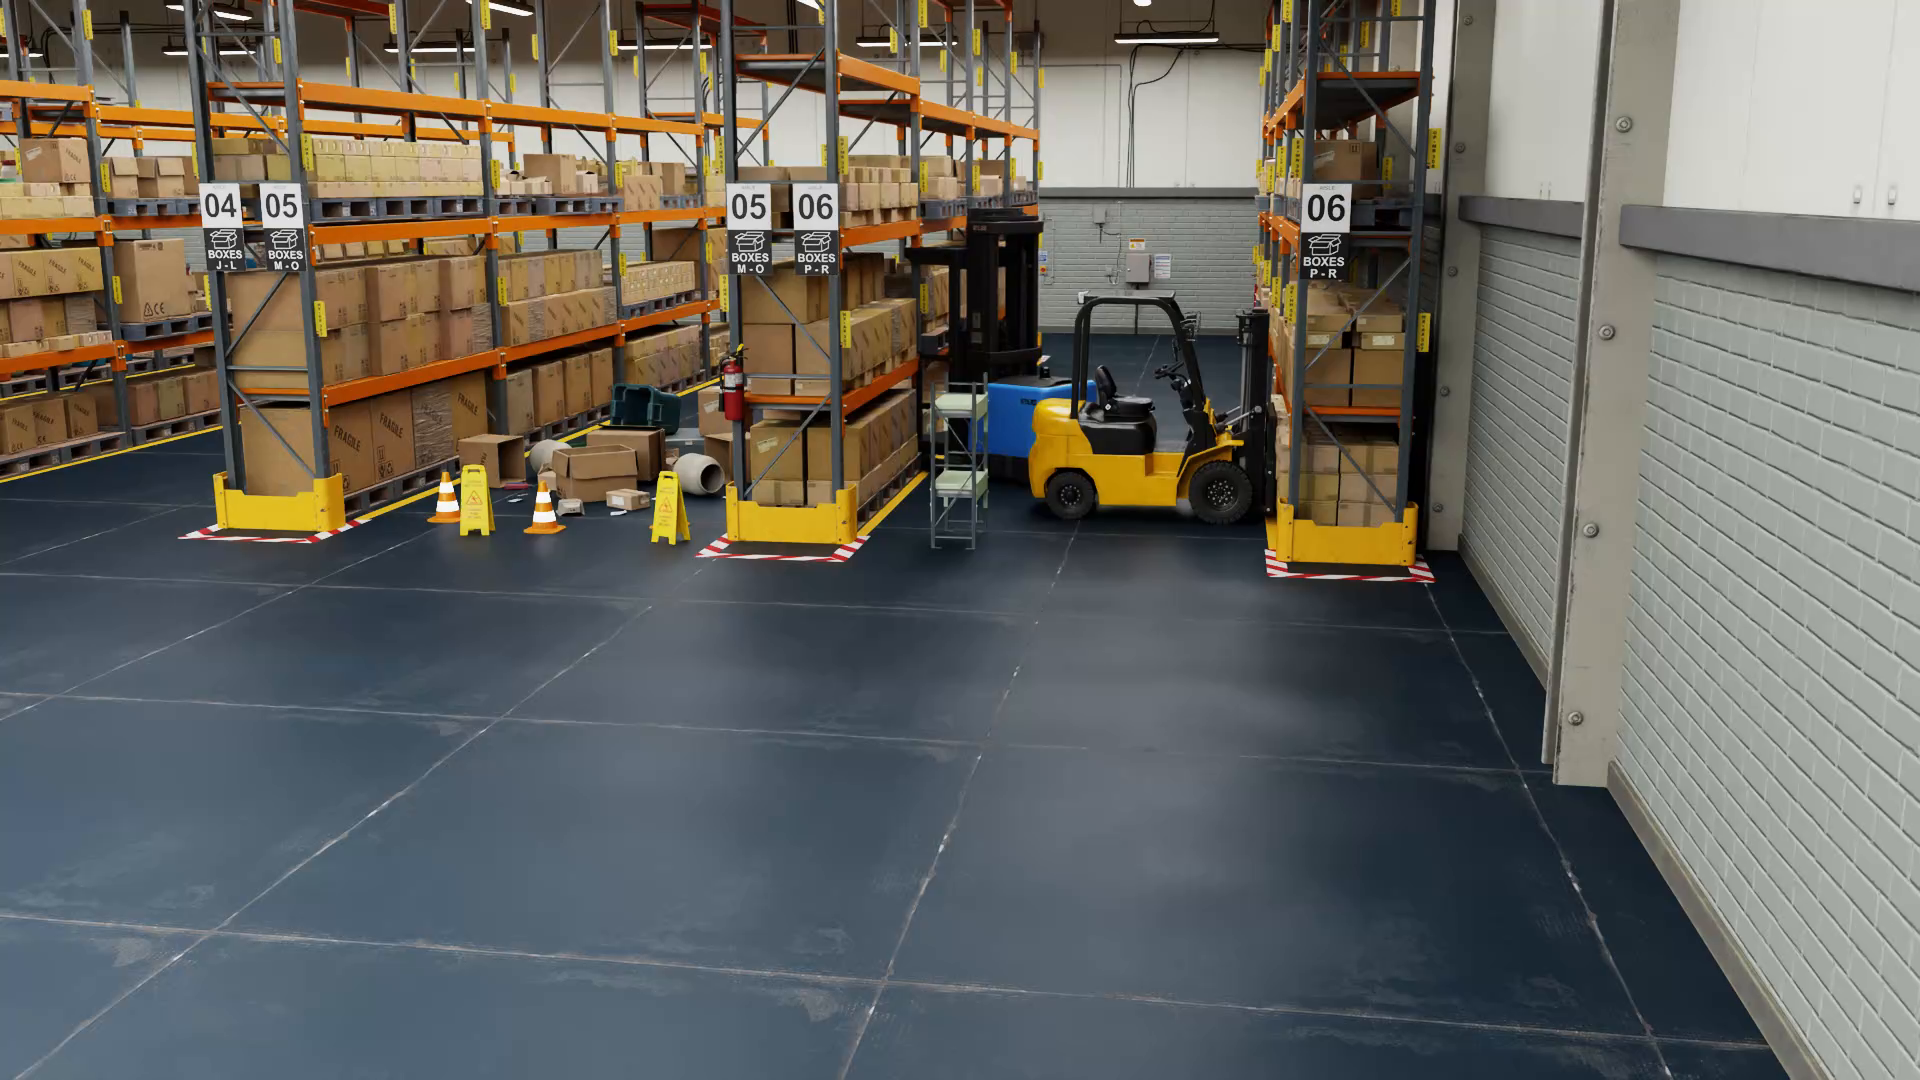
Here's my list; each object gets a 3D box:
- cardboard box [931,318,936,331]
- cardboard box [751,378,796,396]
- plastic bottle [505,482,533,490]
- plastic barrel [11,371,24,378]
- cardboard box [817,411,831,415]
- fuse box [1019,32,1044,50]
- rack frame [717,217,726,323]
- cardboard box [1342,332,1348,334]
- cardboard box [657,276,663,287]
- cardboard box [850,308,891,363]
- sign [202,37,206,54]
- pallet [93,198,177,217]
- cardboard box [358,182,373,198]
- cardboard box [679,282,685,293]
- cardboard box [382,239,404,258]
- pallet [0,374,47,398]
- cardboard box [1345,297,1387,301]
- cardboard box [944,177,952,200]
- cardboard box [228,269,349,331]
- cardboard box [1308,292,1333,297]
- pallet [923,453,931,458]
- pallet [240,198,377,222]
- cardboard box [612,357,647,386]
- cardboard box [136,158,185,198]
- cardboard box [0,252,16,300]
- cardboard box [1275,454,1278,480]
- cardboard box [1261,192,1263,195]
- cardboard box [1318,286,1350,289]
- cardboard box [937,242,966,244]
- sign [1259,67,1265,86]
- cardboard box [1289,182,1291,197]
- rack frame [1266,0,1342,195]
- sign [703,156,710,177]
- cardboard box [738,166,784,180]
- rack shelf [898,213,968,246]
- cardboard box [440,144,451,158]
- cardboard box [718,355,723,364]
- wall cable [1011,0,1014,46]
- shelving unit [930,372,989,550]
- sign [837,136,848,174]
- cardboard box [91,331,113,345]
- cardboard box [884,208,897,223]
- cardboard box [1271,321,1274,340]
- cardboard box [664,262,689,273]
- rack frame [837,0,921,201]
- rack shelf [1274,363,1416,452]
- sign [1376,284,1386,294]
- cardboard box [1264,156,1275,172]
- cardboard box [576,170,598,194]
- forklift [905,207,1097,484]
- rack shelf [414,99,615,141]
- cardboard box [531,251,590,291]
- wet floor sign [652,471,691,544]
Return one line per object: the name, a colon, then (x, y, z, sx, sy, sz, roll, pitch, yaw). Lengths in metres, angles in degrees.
cardboard box: (-0.496, -2.535, 19.493, 0.380, 0.149, 0.250, 2, 12, 10)
cardboard box: (-1.709, -1.426, 15.341, 0.380, 0.149, 0.250, 2, 12, 11)
plastic bottle: (-4.718, -0.578, 17.788, 0.283, 0.061, 0.133, -2, 12, -11)
plastic barrel: (-14.954, -2.822, 26.135, 0.421, 0.512, 0.421, 0, 12, 0)
cardboard box: (-1.529, -1.080, 16.892, 0.500, 0.500, 0.500, 2, 12, 7)
fuse box: (1.495, -10.468, 34.869, 0.513, 0.334, 0.176, 2, 12, 9)
rack frame: (-4.002, -4.934, 31.023, 1.000, 3.000, 0.127, 2, 12, 9)
cardboard box: (3.918, -1.765, 16.084, 0.500, 0.500, 0.500, 2, 12, 10)
cardboard box: (-4.725, -3.915, 25.188, 0.380, 0.149, 0.250, 2, 12, 11)
cardboard box: (-0.985, -2.068, 16.781, 0.500, 0.500, 0.500, 2, 12, 7)
sign: (-10.666, -6.934, 23.471, 0.100, 0.325, 0.005, 2, 12, 9)
pallet: (-10.532, -4.117, 20.559, 1.213, 0.211, 1.003, 2, 12, 9)
cardboard box: (-5.977, -3.420, 16.239, 0.380, 0.149, 0.250, 2, 12, 9)
cardboard box: (-4.562, -3.988, 26.236, 0.380, 0.149, 0.250, 2, 12, 8)
cardboard box: (-9.592, -4.689, 27.268, 0.797, 0.503, 0.637, 2, 12, 7)
pallet: (-14.931, -2.413, 25.945, 1.003, 0.211, 1.213, 2, 12, 9)
cardboard box: (3.985, -2.306, 16.346, 0.380, 0.149, 0.250, 2, 12, 8)
cardboard box: (-0.377, -4.109, 19.435, 0.500, 0.250, 0.500, 2, 12, 8)
cardboard box: (-6.367, -2.280, 15.791, 0.875, 0.550, 0.550, 2, 12, 9)
cardboard box: (3.641, -2.480, 17.155, 0.380, 0.149, 0.250, 2, 12, 8)
pallet: (-0.822, -1.095, 19.831, 1.003, 0.211, 1.213, 2, 12, 9)
pallet: (-6.358, -3.181, 15.979, 1.003, 0.211, 1.213, 2, 12, 9)
cardboard box: (-4.871, -2.391, 24.159, 0.500, 0.500, 0.500, 1, 12, 6)
cardboard box: (-10.418, -4.630, 21.253, 0.797, 0.503, 0.637, 2, 12, 11)
cardboard box: (-10.764, -2.886, 18.203, 0.500, 0.500, 0.500, 2, 12, 9)
cardboard box: (3.262, -0.733, 15.873, 0.500, 0.250, 0.500, 2, 12, 7)
cardboard box: (5.323, -5.876, 27.928, 0.500, 0.250, 0.500, 2, 12, 7)
cardboard box: (4.614, -3.045, 20.484, 0.380, 0.149, 0.250, 2, 12, 8)
cardboard box: (-0.113, -4.310, 25.519, 0.500, 0.500, 0.500, 2, 12, 8)
sign: (5.274, -8.080, 28.976, 0.100, 0.325, 0.005, 2, 12, 9)
cardboard box: (3.478, -3.490, 16.568, 0.380, 0.149, 0.250, 2, 12, 10)
rack frame: (5.195, -6.734, 25.138, 1.000, 3.000, 0.127, 2, 12, 9)
sign: (-4.068, -5.995, 26.667, 0.100, 0.325, 0.005, 2, 12, 9)
cardboard box: (-1.795, -3.277, 14.919, 0.380, 0.149, 0.250, 2, 12, 9)
rack shelf: (-0.633, -3.827, 20.476, 1.077, 0.370, 4.000, 2, 12, 9)
cardboard box: (-5.705, -4.180, 17.874, 0.380, 0.149, 0.250, 2, 12, 10)
cardboard box: (-4.202, -3.033, 27.975, 0.380, 0.149, 0.250, 2, 12, 10)
wall cable: (-0.028, -11.902, 34.879, 2.355, 3.000, 0.029, 2, 12, 9)
shelving unit: (-0.001, -0.732, 15.086, 0.431, 1.500, 0.755, 2, 12, 9)
sign: (-1.019, -3.340, 14.432, 0.100, 0.325, 0.005, 2, 12, 9)
cardboard box: (-10.475, -2.440, 20.049, 0.380, 0.149, 0.250, 2, 12, 9)
cardboard box: (-0.860, -3.350, 17.153, 0.380, 0.149, 0.250, 2, 12, 10)
cardboard box: (4.116, -2.599, 20.546, 0.500, 0.250, 0.500, 1, 12, 7)
cardboard box: (-4.526, -4.328, 26.402, 0.380, 0.149, 0.250, 2, 12, 7)
rack frame: (-0.940, -5.229, 18.153, 1.000, 3.000, 0.127, 2, 12, 9)
rack shelf: (3.657, -1.368, 16.186, 1.077, 0.370, 4.000, 2, 12, 9)
sign: (4.513, -2.580, 17.861, 0.100, 0.325, 0.005, 2, 12, 9)
cardboard box: (4.804, -5.696, 25.112, 0.396, 0.266, 0.258, 2, 12, 8)
cardboard box: (-5.096, -4.718, 21.879, 0.500, 0.311, 0.500, 2, 12, 9)
forklift: (0.064, -2.261, 18.786, 3.031, 2.935, 1.130, 10, 16, 38)
rack shelf: (-5.539, -5.237, 20.849, 1.077, 0.370, 4.000, 2, 12, 9)
cardboard box: (-5.387, -3.607, 22.258, 0.700, 0.500, 0.500, 2, 12, 8)
wet floor sign: (-2.642, -0.308, 15.146, 0.267, 0.644, 0.232, 7, 14, 28)
